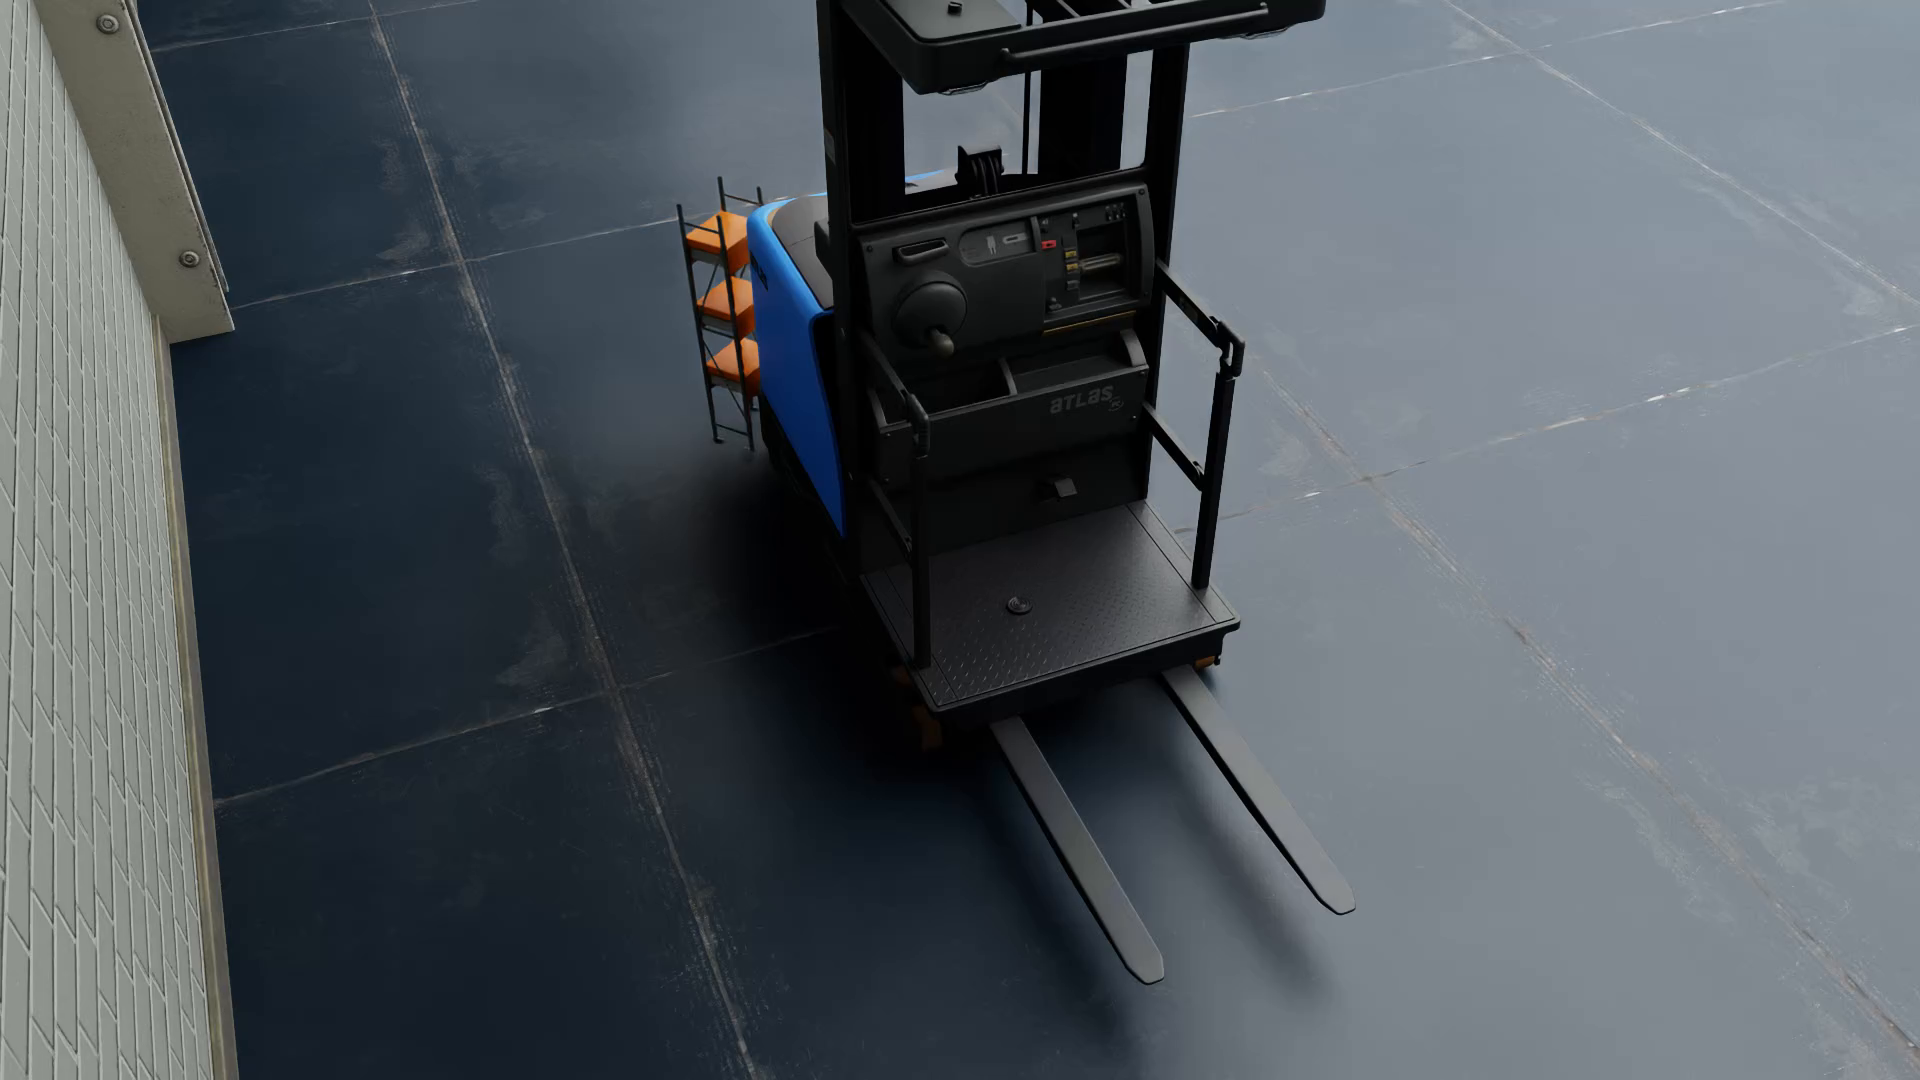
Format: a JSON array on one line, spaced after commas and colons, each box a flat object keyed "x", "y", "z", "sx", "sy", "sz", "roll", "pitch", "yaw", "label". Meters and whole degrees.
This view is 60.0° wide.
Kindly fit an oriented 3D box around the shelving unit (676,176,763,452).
[{"x": -0.865, "y": -0.858, "z": 6.436, "sx": 0.215, "sy": 1.050, "sz": 0.252, "roll": 19, "pitch": 44, "yaw": 25, "label": "shelving unit"}]

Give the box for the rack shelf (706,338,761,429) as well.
[{"x": -0.855, "y": -0.636, "z": 6.619, "sx": 0.215, "sy": 0.259, "sz": 0.240, "roll": 19, "pitch": 44, "yaw": 25, "label": "rack shelf"}]

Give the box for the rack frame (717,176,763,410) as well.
[{"x": -0.803, "y": -0.927, "z": 6.516, "sx": 0.200, "sy": 1.050, "sz": 0.008, "roll": 19, "pitch": 44, "yaw": 25, "label": "rack frame"}]

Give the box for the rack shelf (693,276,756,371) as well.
[{"x": -0.865, "y": -0.850, "z": 6.443, "sx": 0.215, "sy": 0.259, "sz": 0.240, "roll": 19, "pitch": 44, "yaw": 25, "label": "rack shelf"}]

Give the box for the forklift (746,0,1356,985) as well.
[{"x": 0.238, "y": -0.732, "z": 4.853, "sx": 1.130, "sy": 2.935, "sz": 3.031, "roll": -15, "pitch": 43, "yaw": -17, "label": "forklift"}]

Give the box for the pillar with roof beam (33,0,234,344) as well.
[{"x": 0.563, "y": -5.490, "z": 5.732, "sx": 9.100, "sy": 9.000, "sz": 0.400, "roll": -15, "pitch": 43, "yaw": -17, "label": "pillar with roof beam"}]

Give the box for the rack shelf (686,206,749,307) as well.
[{"x": -0.875, "y": -1.069, "z": 6.263, "sx": 0.215, "sy": 0.259, "sz": 0.240, "roll": 19, "pitch": 44, "yaw": 25, "label": "rack shelf"}]

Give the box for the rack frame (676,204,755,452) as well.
[{"x": -0.928, "y": -0.790, "z": 6.357, "sx": 0.200, "sy": 1.050, "sz": 0.008, "roll": 19, "pitch": 44, "yaw": 25, "label": "rack frame"}]
